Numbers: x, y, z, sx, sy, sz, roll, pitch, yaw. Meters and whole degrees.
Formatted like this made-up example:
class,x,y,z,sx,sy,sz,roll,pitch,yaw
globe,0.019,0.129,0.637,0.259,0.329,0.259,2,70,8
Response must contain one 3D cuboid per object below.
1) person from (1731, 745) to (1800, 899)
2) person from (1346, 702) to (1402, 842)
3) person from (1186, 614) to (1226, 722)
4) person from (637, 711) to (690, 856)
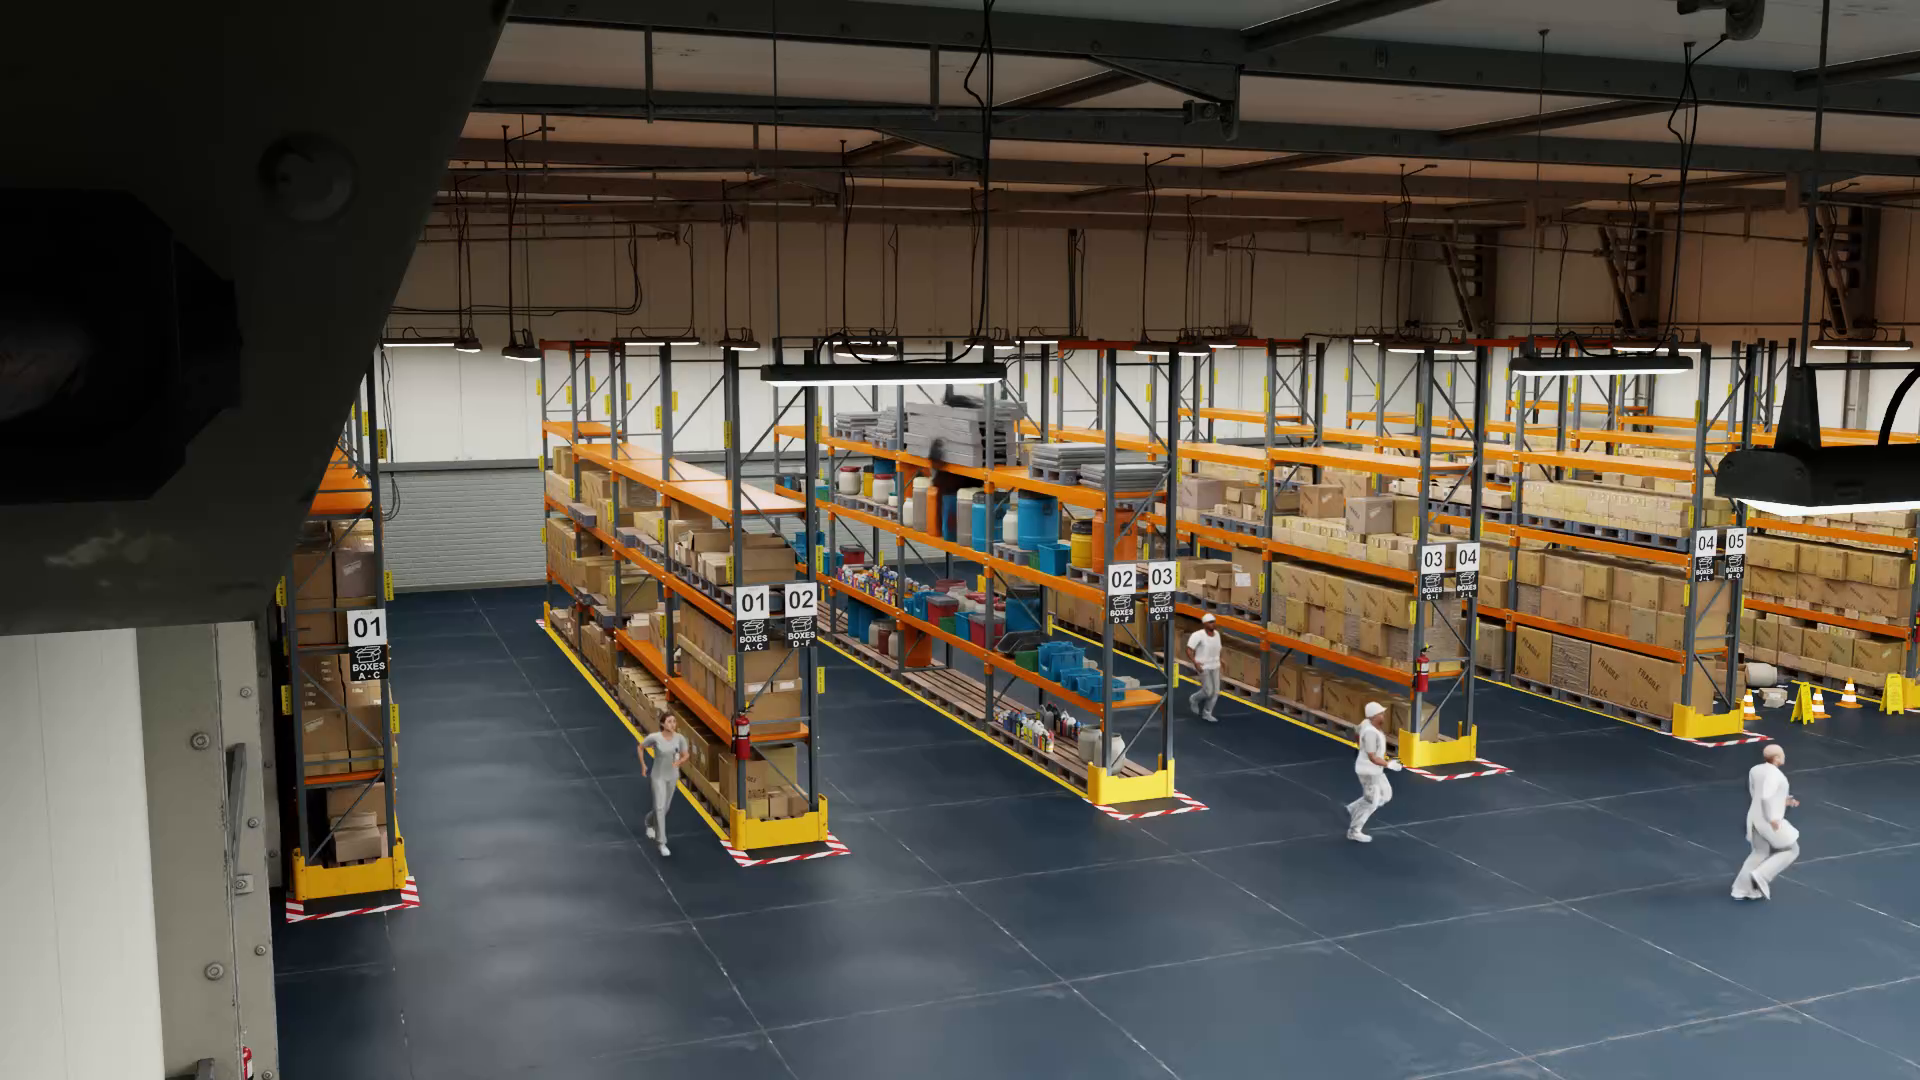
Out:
class,x,y,z,sx,sy,sz,roll,pitch,yaw
person,8.899,3.134,18.289,0.760,1.646,0.627,-1,7,-7
person,5.091,2.829,20.404,0.635,1.736,0.723,2,8,13
person,3.930,2.024,26.621,0.688,1.728,0.565,-4,8,-29
person,-3.544,2.875,20.071,0.590,1.633,0.994,-4,9,-30
